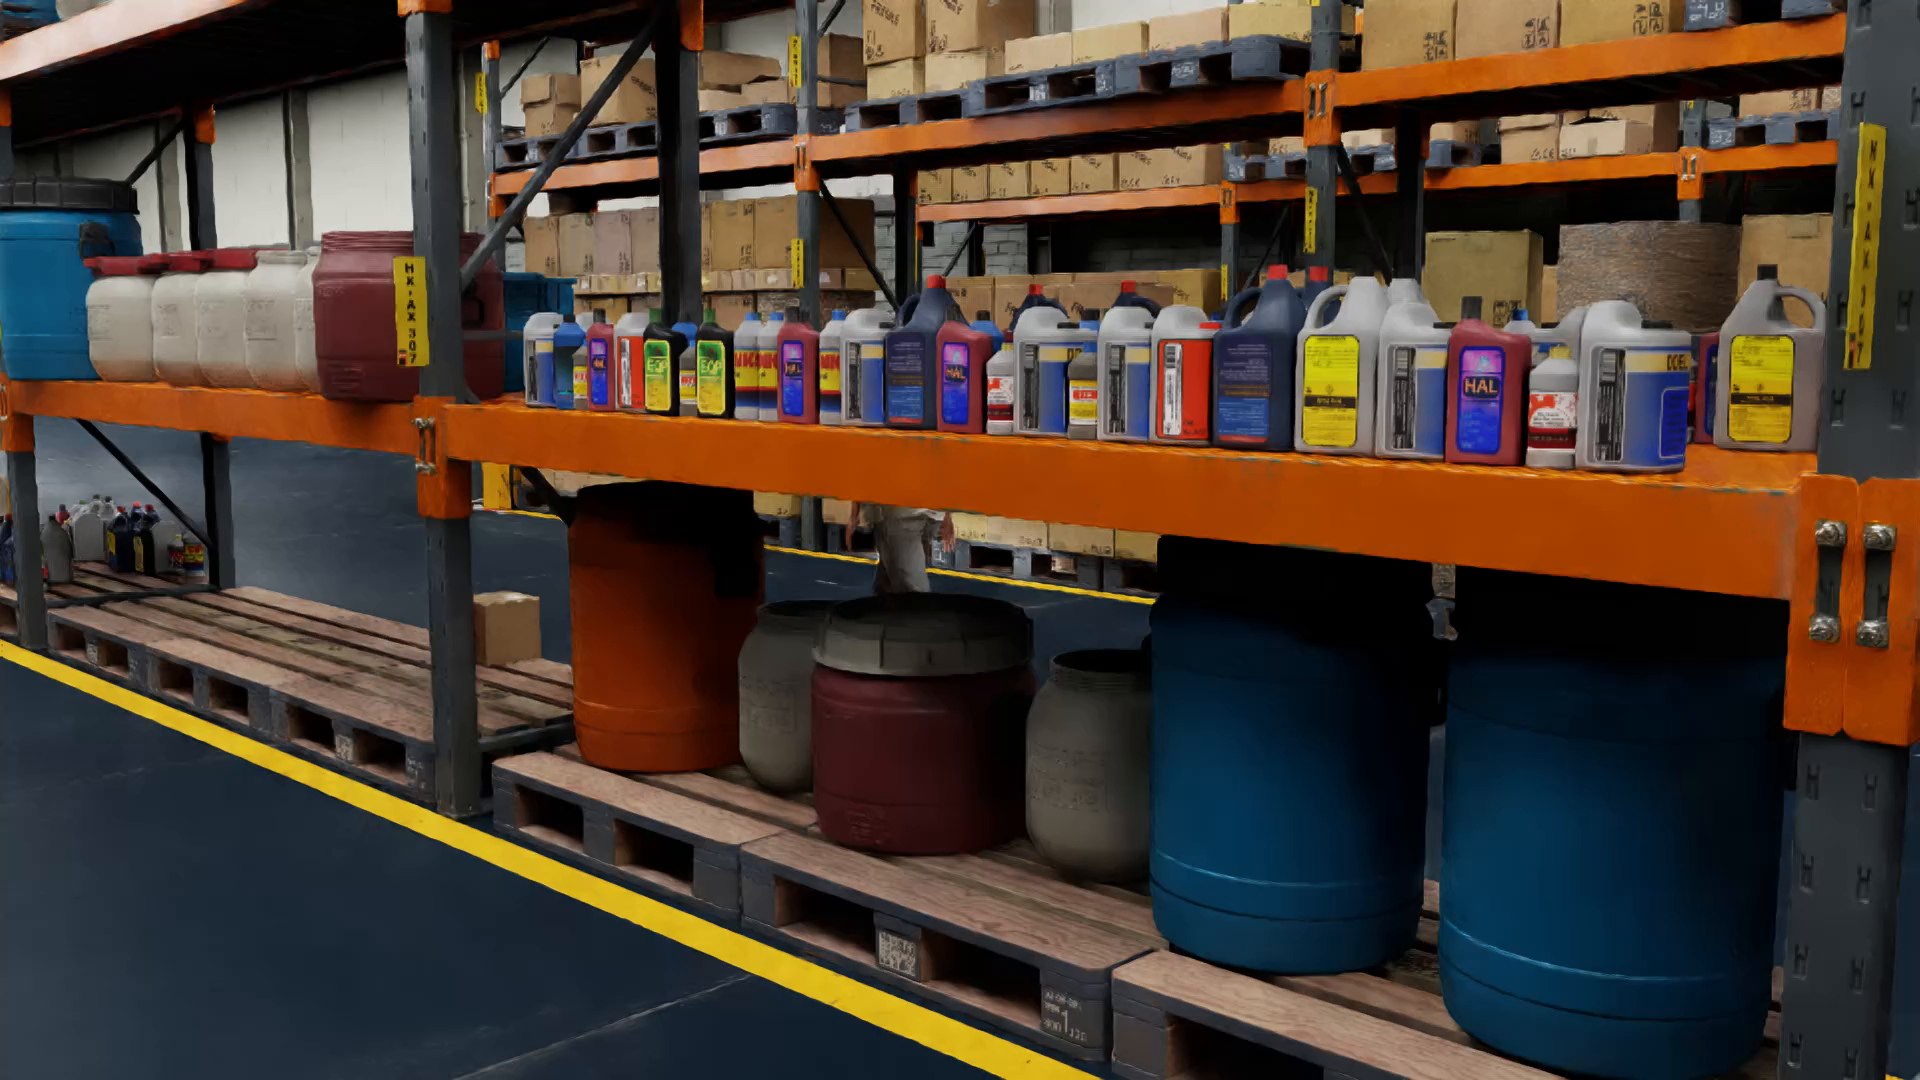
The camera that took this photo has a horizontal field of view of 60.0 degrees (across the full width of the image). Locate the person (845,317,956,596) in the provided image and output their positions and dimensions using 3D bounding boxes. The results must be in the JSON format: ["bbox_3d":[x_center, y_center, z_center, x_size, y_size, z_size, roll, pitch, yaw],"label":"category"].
[{"bbox_3d":[-0.233,-0.096,6.538,0.887,1.549,0.434,6,9,38],"label":"person"}]
